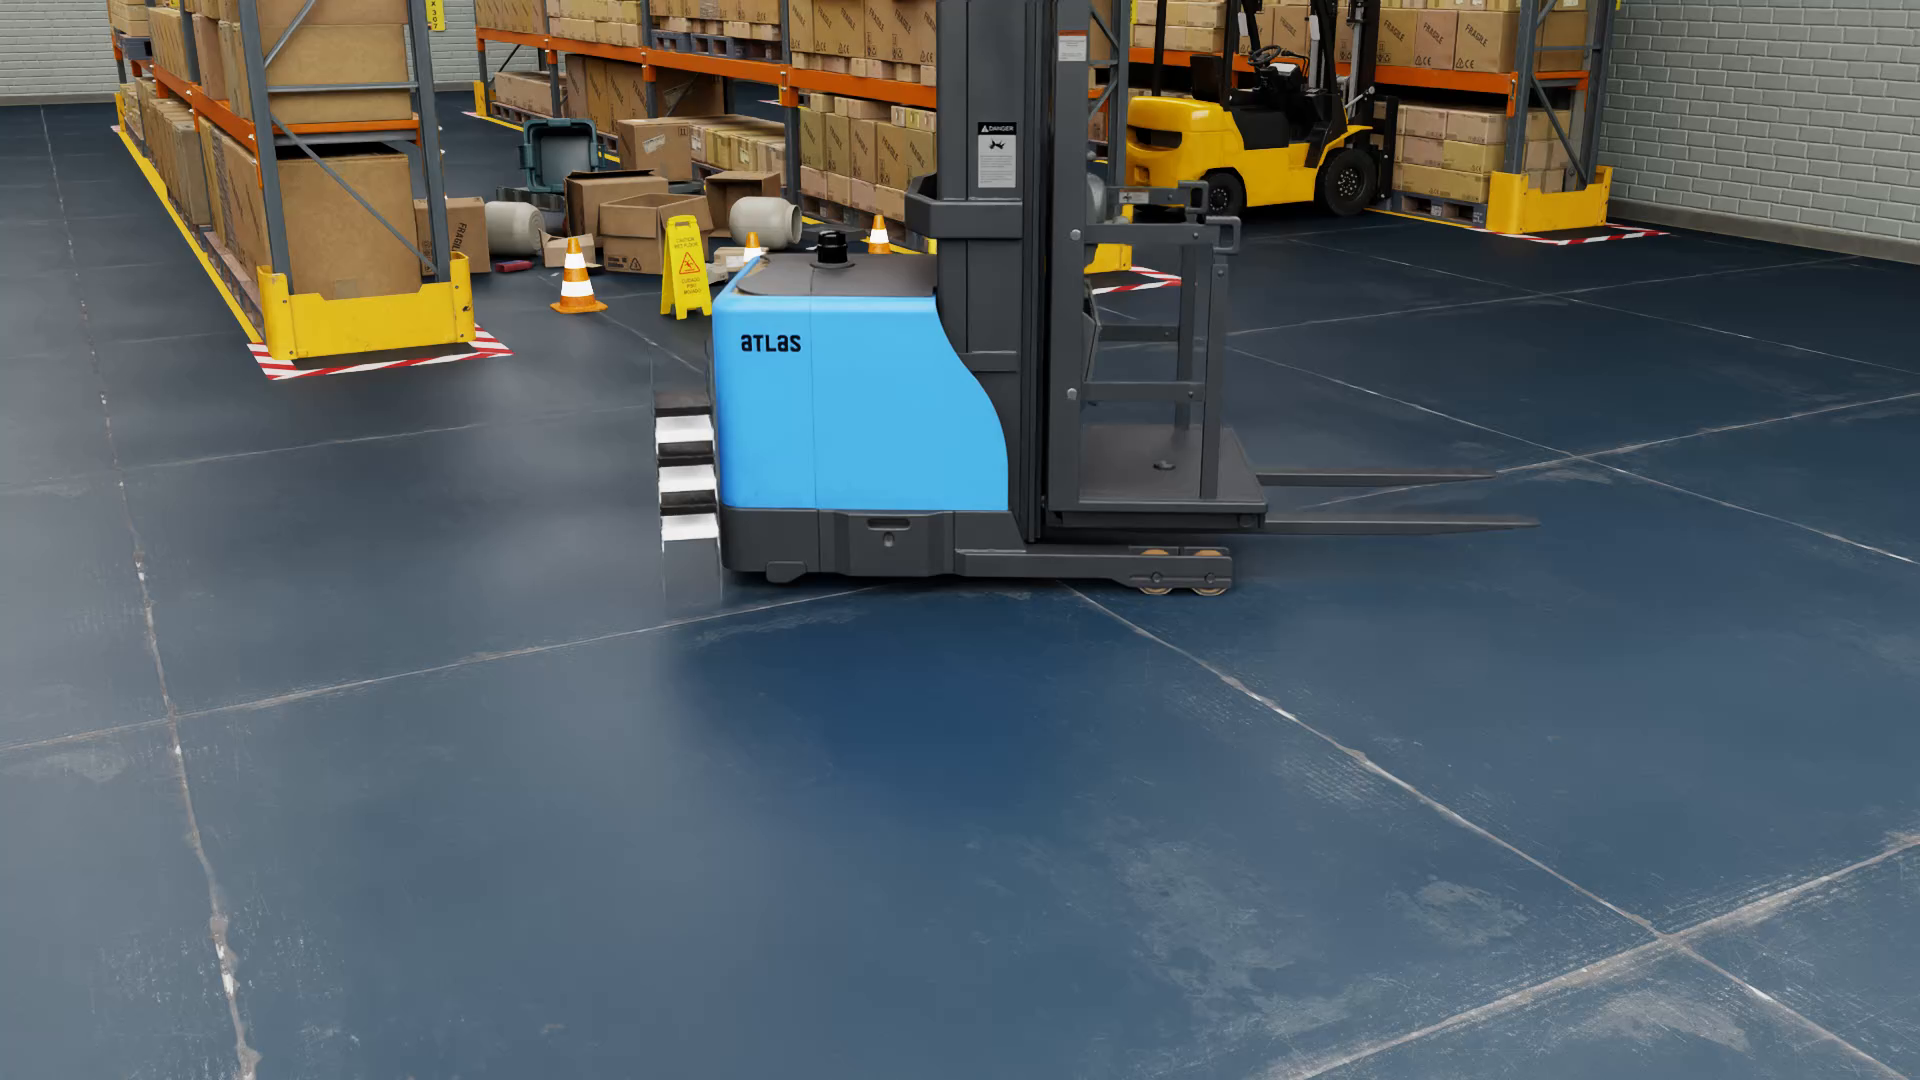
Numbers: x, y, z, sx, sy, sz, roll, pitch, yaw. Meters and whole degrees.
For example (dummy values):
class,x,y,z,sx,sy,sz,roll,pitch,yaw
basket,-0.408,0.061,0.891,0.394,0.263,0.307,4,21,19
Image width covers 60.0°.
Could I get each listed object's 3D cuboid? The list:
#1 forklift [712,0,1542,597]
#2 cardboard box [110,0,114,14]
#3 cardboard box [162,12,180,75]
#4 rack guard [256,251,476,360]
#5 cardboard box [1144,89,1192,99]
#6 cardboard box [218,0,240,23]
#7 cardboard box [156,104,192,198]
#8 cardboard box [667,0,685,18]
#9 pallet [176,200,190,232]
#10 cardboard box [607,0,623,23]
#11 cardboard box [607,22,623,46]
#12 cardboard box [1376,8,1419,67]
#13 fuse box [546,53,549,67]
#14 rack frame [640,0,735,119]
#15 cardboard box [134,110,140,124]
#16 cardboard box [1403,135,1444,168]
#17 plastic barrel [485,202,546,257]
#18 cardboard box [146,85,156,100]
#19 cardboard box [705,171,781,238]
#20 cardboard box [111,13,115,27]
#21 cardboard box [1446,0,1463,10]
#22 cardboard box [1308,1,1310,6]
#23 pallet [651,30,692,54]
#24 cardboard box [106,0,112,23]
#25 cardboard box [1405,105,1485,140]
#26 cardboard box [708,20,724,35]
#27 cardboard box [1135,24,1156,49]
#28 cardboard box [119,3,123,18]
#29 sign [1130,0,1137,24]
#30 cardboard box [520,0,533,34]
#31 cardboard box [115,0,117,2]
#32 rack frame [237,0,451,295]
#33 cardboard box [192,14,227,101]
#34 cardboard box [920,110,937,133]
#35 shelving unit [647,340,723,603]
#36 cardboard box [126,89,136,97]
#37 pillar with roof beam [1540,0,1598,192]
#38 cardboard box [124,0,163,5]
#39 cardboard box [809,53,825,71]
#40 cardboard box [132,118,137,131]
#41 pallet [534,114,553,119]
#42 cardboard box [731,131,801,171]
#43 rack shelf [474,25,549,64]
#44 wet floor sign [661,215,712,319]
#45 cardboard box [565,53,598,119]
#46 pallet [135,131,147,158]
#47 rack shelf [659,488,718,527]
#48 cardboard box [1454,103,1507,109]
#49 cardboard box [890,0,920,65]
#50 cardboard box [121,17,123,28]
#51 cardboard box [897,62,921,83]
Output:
class,x,y,z,sx,sy,sz,roll,pitch,yaw
forklift,0.640,-1.358,6.072,3.031,2.935,1.130,1,19,2
cardboard box,-9.342,-6.008,18.729,0.380,0.149,0.250,-10,22,-28
cardboard box,-6.413,-4.195,14.038,0.500,0.500,0.500,-10,21,-26
rack guard,-3.539,-1.413,9.959,1.175,0.500,0.348,-10,21,-27
cardboard box,2.605,-4.763,18.833,0.875,0.625,0.625,-10,22,-27
cardboard box,-4.035,-3.439,10.113,0.875,0.550,0.550,-10,21,-27
cardboard box,-6.721,-3.594,15.252,1.050,0.750,0.750,-10,21,-26
cardboard box,-2.778,-5.766,17.491,0.500,0.500,0.500,-9,21,-24
pallet,-6.466,-2.992,14.978,1.003,0.211,1.213,-10,21,-27
cardboard box,-3.742,-6.105,19.189,0.500,0.250,0.500,-11,22,-28
cardboard box,-3.766,-5.872,19.279,0.500,0.250,0.500,-10,21,-26
cardboard box,4.178,-4.612,15.246,0.500,0.500,0.500,-10,22,-28
fuse box,-7.620,-9.280,30.900,0.539,1.711,0.414,-10,21,-27
rack frame,-3.041,-5.694,18.533,1.000,3.000,0.127,-10,21,-27
cardboard box,-9.818,-5.154,20.241,0.380,0.149,0.250,-11,22,-29
cardboard box,4.389,-3.539,15.094,0.500,0.250,0.500,-10,22,-27
plastic barrel,-3.561,-2.444,13.064,0.512,0.421,0.421,4,19,11
cardboard box,-8.382,-4.716,17.740,0.500,0.250,0.500,-9,21,-25
cardboard box,-1.830,-2.846,14.110,0.500,0.500,0.500,4,19,11
cardboard box,-9.467,-5.941,18.993,0.380,0.149,0.250,-11,22,-29
cardboard box,4.496,-4.730,14.592,0.380,0.149,0.250,-10,21,-26
cardboard box,3.592,-5.234,16.054,0.380,0.149,0.250,-10,22,-27
pallet,-2.609,-5.415,18.019,1.213,0.211,1.003,-10,21,-27
cardboard box,-11.178,-7.211,22.320,0.500,0.500,0.500,-9,21,-24
cardboard box,4.383,-3.768,14.991,0.500,0.250,0.500,-10,21,-26
cardboard box,-2.326,-5.180,16.785,0.380,0.149,0.250,-9,21,-25
cardboard box,2.303,-5.639,18.605,0.500,0.250,0.500,-10,21,-26
cardboard box,-8.475,-5.485,17.213,0.380,0.149,0.250,-10,21,-27
sign,1.235,-3.890,11.980,0.100,0.325,0.005,-10,21,-27
cardboard box,-5.635,-7.129,22.541,0.500,0.500,0.500,-11,22,-28
cardboard box,-8.852,-5.852,17.820,0.380,0.149,0.250,-9,21,-25
rack frame,-3.551,-2.601,9.571,1.000,3.000,0.127,-10,21,-27
cardboard box,-4.831,-3.389,11.623,0.875,0.550,0.550,-10,21,-27
cardboard box,-0.086,-3.241,12.854,0.380,0.149,0.250,-9,21,-25
shelving unit,-0.985,-0.245,5.961,0.210,0.900,0.258,-4,19,-12
cardboard box,-10.556,-5.749,21.507,0.380,0.149,0.250,-10,21,-26
pillar with roof beam,1.798,-6.675,12.181,9.100,9.000,0.400,-10,21,-27
cardboard box,-7.986,-5.328,16.304,0.380,0.149,0.250,-11,22,-29
cardboard box,-1.109,-4.222,14.653,0.380,0.149,0.250,-9,21,-25
cardboard box,-10.227,-5.254,20.985,0.380,0.149,0.250,-10,21,-27
pallet,-5.233,-5.754,22.983,1.003,0.211,1.213,-10,21,-27
cardboard box,-1.737,-3.858,16.597,0.950,0.372,0.625,-9,21,-23
rack shelf,-5.890,-7.076,23.642,1.077,0.370,4.000,-10,21,-27
wet floor sign,-1.794,-1.787,10.820,0.267,0.644,0.232,-14,24,-36
cardboard box,-4.576,-5.870,21.659,0.875,0.875,0.875,-9,21,-25
pallet,-9.599,-4.915,20.552,1.003,0.211,1.213,-10,21,-27
rack shelf,-0.985,-0.128,6.001,0.200,0.077,0.258,-4,19,-12
cardboard box,4.822,-3.848,15.224,0.500,0.250,0.500,-10,21,-27
cardboard box,-0.211,-3.987,12.977,0.500,0.500,0.500,-10,21,-27
cardboard box,-8.593,-5.417,17.473,0.380,0.149,0.250,-9,21,-25
cardboard box,-0.277,-3.709,13.166,0.380,0.149,0.250,-10,22,-27
